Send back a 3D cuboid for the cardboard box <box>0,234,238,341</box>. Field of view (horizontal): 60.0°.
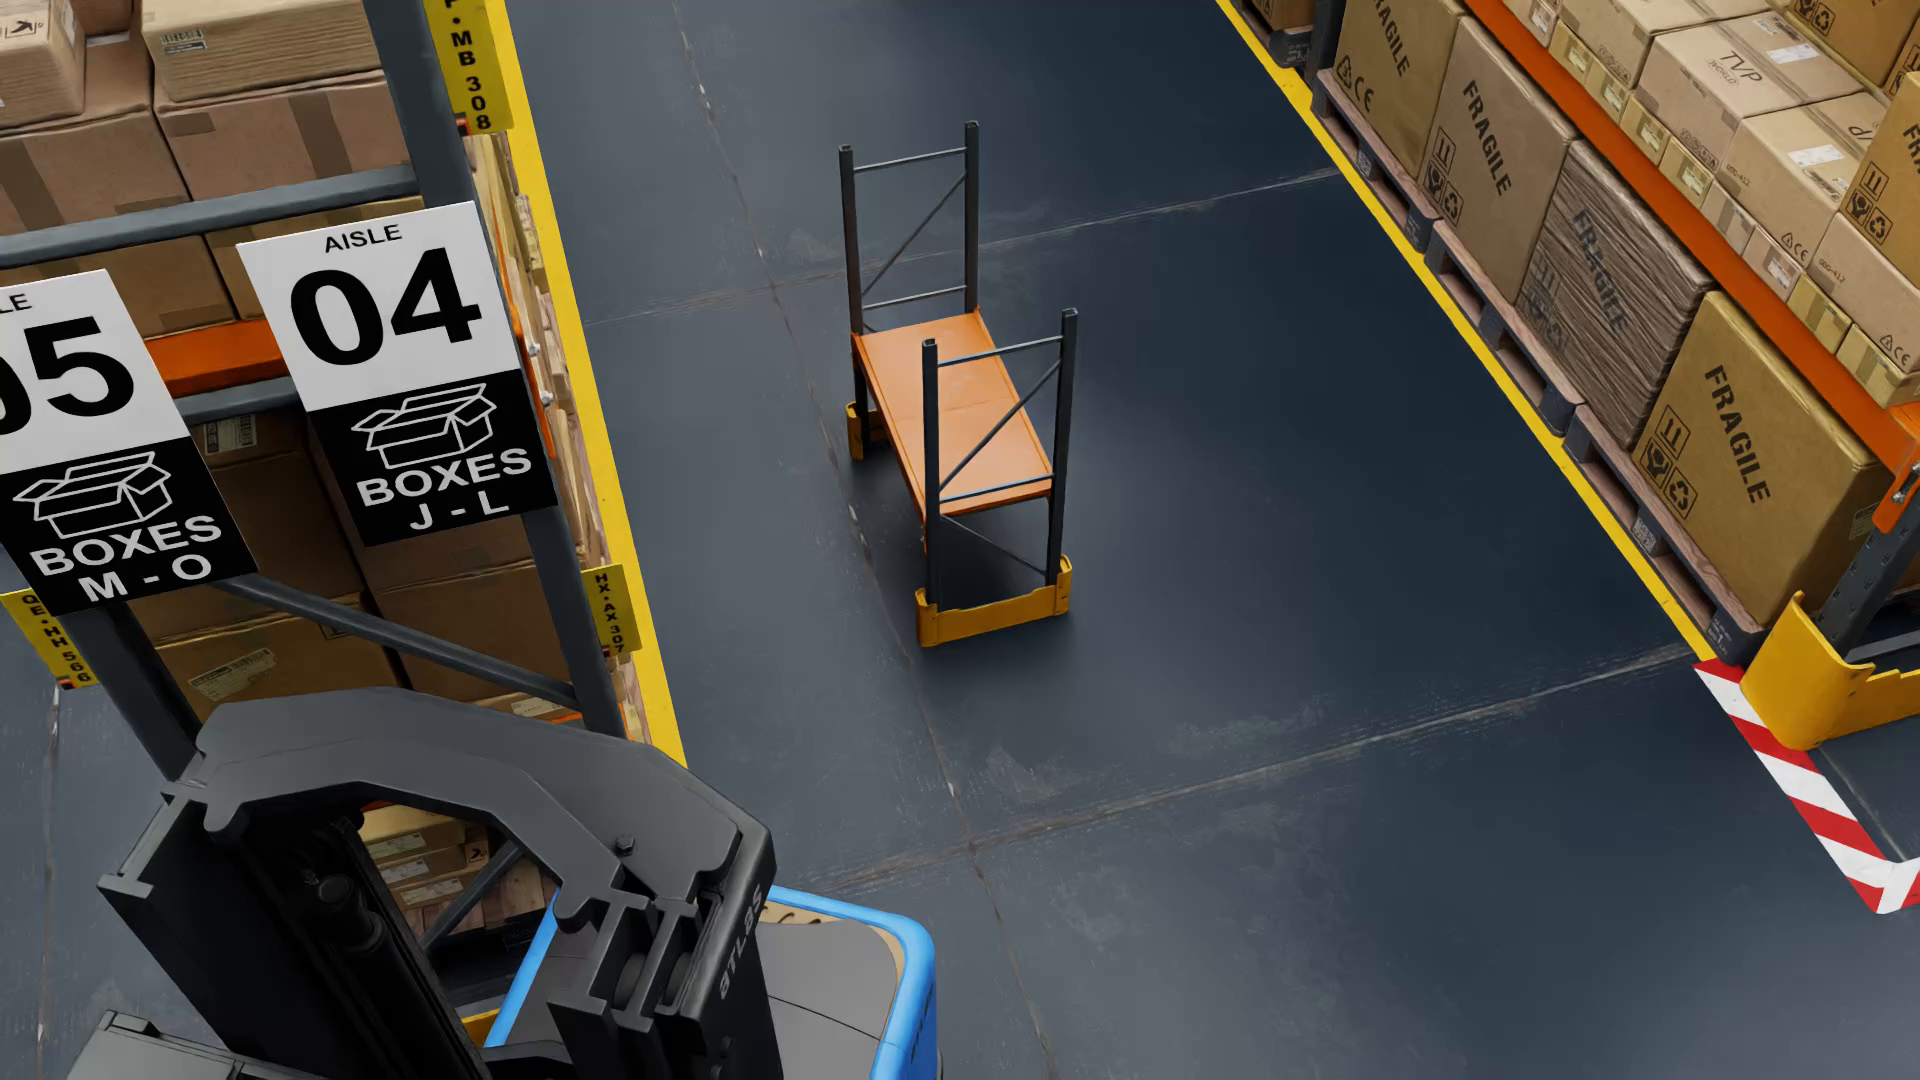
[{"bbox_3d":[-1.717,-0.622,3.238,0.500,0.250,0.500,-14,51,-12],"label":"cardboard box"}]

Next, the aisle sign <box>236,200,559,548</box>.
[{"bbox_3d":[-1.022,-0.283,3.116,0.394,0.787,0.004,-13,51,-11],"label":"aisle sign"}]

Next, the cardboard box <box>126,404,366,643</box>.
[{"bbox_3d":[-1.703,-0.159,3.798,0.500,0.500,0.500,-14,51,-12],"label":"cardboard box"}]

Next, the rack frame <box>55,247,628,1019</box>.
[{"bbox_3d":[-1.330,0.569,4.098,1.000,3.000,0.127,-13,51,-11],"label":"rack frame"}]

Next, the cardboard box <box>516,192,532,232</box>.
[{"bbox_3d":[-2.024,-1.312,7.079,0.380,0.149,0.250,-16,52,-13],"label":"cardboard box"}]

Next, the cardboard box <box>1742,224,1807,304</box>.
[{"bbox_3d":[2.866,-0.957,5.549,0.380,0.149,0.250,-13,51,-11],"label":"cardboard box"}]

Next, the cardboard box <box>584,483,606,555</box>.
[{"bbox_3d":[-1.543,-0.033,6.195,0.380,0.149,0.250,-16,52,-13],"label":"cardboard box"}]

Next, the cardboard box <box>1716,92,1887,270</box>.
[{"bbox_3d":[2.892,-1.191,5.485,0.500,0.250,0.500,-14,51,-12],"label":"cardboard box"}]

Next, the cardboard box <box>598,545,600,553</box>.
[{"bbox_3d":[-1.256,-0.046,4.781,0.380,0.149,0.250,-15,51,-12],"label":"cardboard box"}]

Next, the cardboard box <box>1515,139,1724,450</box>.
[{"bbox_3d":[2.903,-1.043,6.572,0.875,0.875,0.875,-13,51,-11],"label":"cardboard box"}]

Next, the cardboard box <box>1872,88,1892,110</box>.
[{"bbox_3d":[3.394,-1.316,5.591,0.500,0.250,0.500,-14,51,-11],"label":"cardboard box"}]

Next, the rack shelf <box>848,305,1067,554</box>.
[{"bbox_3d":[-0.025,-0.430,6.156,0.538,0.185,1.000,-13,51,-11],"label":"rack shelf"}]

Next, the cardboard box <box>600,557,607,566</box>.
[{"bbox_3d":[-1.396,0.233,5.777,0.380,0.149,0.250,-12,51,-10],"label":"cardboard box"}]

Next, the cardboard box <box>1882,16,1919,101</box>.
[{"bbox_3d":[3.406,-1.545,5.293,0.500,0.500,0.500,-14,51,-12],"label":"cardboard box"}]

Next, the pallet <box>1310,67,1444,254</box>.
[{"bbox_3d":[2.405,-1.928,8.027,1.003,0.211,1.213,-13,51,-11],"label":"pallet"}]

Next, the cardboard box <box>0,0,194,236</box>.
[{"bbox_3d":[-1.709,-0.789,3.052,0.500,0.250,0.500,-15,51,-12],"label":"cardboard box"}]

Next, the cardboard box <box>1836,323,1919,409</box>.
[{"bbox_3d":[3.018,-0.583,5.234,0.380,0.149,0.250,-12,51,-10],"label":"cardboard box"}]

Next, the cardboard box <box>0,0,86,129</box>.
[{"bbox_3d":[-1.709,-0.815,2.814,0.380,0.149,0.250,-14,51,-11],"label":"cardboard box"}]

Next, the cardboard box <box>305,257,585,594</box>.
[{"bbox_3d":[-1.209,-0.269,3.891,0.500,0.500,0.500,-14,51,-11],"label":"cardboard box"}]

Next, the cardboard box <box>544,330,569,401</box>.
[{"bbox_3d":[-1.703,-0.624,6.304,0.380,0.149,0.250,-15,51,-12],"label":"cardboard box"}]

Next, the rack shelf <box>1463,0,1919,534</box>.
[{"bbox_3d":[2.847,-1.707,6.488,1.077,0.370,4.000,-13,51,-11],"label":"rack shelf"}]

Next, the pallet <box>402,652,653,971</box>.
[{"bbox_3d":[-1.559,0.811,5.718,1.003,0.211,1.213,-13,51,-11],"label":"pallet"}]

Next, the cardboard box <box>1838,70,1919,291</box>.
[{"bbox_3d":[3.043,-1.064,4.888,0.500,0.500,0.500,-13,51,-11],"label":"cardboard box"}]

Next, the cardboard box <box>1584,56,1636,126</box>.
[{"bbox_3d":[2.566,-1.700,6.175,0.380,0.149,0.250,-12,51,-10],"label":"cardboard box"}]

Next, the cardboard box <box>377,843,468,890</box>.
[{"bbox_3d":[-1.759,0.936,5.184,0.380,0.149,0.250,-15,51,-12],"label":"cardboard box"}]

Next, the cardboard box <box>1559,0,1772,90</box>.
[{"bbox_3d":[2.583,-1.942,6.118,0.500,0.250,0.500,-13,51,-11],"label":"cardboard box"}]

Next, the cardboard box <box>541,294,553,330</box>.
[{"bbox_3d":[-1.935,-0.972,6.987,0.380,0.149,0.250,-15,51,-12],"label":"cardboard box"}]

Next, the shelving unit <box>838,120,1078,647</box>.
[{"bbox_3d":[-0.023,-0.539,6.013,0.587,1.500,1.083,-13,51,-11],"label":"shelving unit"}]

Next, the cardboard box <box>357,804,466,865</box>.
[{"bbox_3d":[-1.728,0.832,5.078,0.380,0.149,0.250,-13,51,-11],"label":"cardboard box"}]

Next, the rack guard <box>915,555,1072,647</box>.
[{"bbox_3d":[0.125,0.227,6.184,0.587,0.250,0.087,-13,51,-11],"label":"rack guard"}]

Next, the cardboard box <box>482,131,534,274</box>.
[{"bbox_3d":[-1.497,-1.021,4.525,0.500,0.500,0.500,-14,51,-12],"label":"cardboard box"}]

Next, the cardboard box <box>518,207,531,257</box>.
[{"bbox_3d":[-1.965,-1.202,6.792,0.380,0.149,0.250,-14,51,-11],"label":"cardboard box"}]

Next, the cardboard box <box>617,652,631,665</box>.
[{"bbox_3d":[-1.309,0.314,5.514,0.380,0.149,0.250,-13,51,-11],"label":"cardboard box"}]

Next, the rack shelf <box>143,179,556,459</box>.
[{"bbox_3d":[-1.921,-1.626,4.458,1.077,0.370,4.000,-13,51,-11],"label":"rack shelf"}]

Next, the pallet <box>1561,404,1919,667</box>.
[{"bbox_3d":[3.127,-0.146,6.525,1.003,0.211,1.213,-13,51,-11],"label":"pallet"}]

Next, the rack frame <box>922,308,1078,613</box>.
[{"bbox_3d":[0.125,-0.174,5.706,0.500,1.500,0.032,-13,51,-11],"label":"rack frame"}]

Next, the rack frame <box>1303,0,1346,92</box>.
[{"bbox_3d":[2.255,-3.400,7.444,1.000,3.000,0.127,-13,51,-11],"label":"rack frame"}]

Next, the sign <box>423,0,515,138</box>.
[{"bbox_3d":[-0.812,-0.802,2.720,0.100,0.325,0.005,-13,51,-11],"label":"sign"}]

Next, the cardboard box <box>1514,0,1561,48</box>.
[{"bbox_3d":[2.409,-2.081,6.497,0.380,0.149,0.250,-13,51,-11],"label":"cardboard box"}]

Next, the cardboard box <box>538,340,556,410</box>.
[{"bbox_3d":[-1.381,-0.334,4.600,0.500,0.500,0.500,-13,51,-11],"label":"cardboard box"}]

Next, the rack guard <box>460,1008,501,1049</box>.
[{"bbox_3d":[-1.352,1.319,5.100,1.175,0.500,0.348,-13,51,-11],"label":"rack guard"}]

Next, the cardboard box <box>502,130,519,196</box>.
[{"bbox_3d":[-1.802,-1.448,5.538,0.500,0.500,0.500,-14,51,-11],"label":"cardboard box"}]

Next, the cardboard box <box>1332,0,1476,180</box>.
[{"bbox_3d":[2.374,-2.350,7.674,0.875,0.875,0.875,-13,51,-11],"label":"cardboard box"}]

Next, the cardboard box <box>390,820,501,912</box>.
[{"bbox_3d":[-1.685,1.015,5.312,0.380,0.149,0.250,-13,51,-10],"label":"cardboard box"}]

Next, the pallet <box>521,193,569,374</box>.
[{"bbox_3d":[-2.280,-0.971,7.220,1.003,0.211,1.213,-13,51,-11],"label":"pallet"}]

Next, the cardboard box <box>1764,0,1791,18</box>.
[{"bbox_3d":[3.090,-2.063,6.221,0.500,0.250,0.500,-14,51,-12],"label":"cardboard box"}]

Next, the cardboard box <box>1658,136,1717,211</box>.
[{"bbox_3d":[2.715,-1.329,5.862,0.380,0.149,0.250,-14,51,-12],"label":"cardboard box"}]

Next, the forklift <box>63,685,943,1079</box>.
[{"bbox_3d":[-0.917,1.741,3.155,1.130,2.935,3.031,11,51,9],"label":"forklift"}]
